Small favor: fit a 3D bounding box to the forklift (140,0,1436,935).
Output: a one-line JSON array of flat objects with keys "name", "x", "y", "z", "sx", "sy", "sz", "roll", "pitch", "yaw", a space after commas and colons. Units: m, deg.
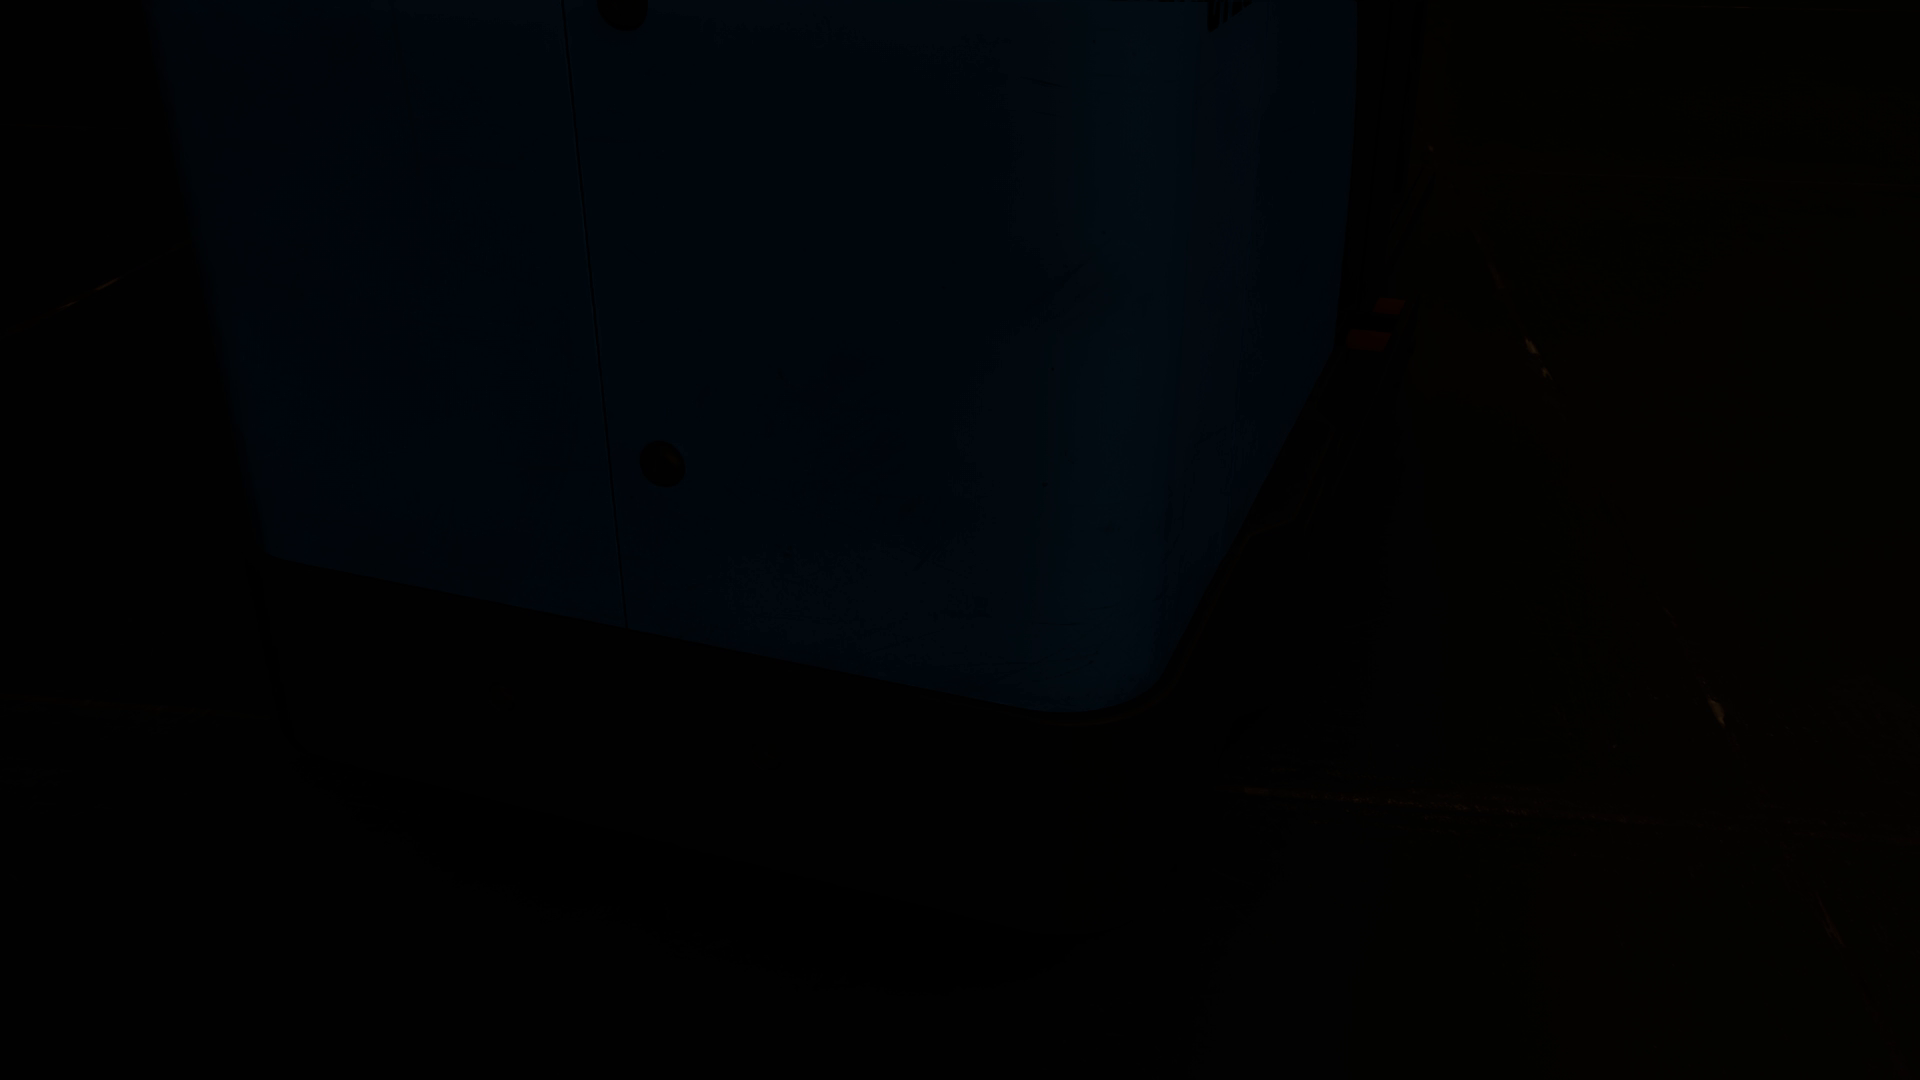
[{"name": "forklift", "x": 0.208, "y": -1.571, "z": 2.366, "sx": 1.130, "sy": 2.935, "sz": 3.031, "roll": 10, "pitch": 28, "yaw": 18}]
